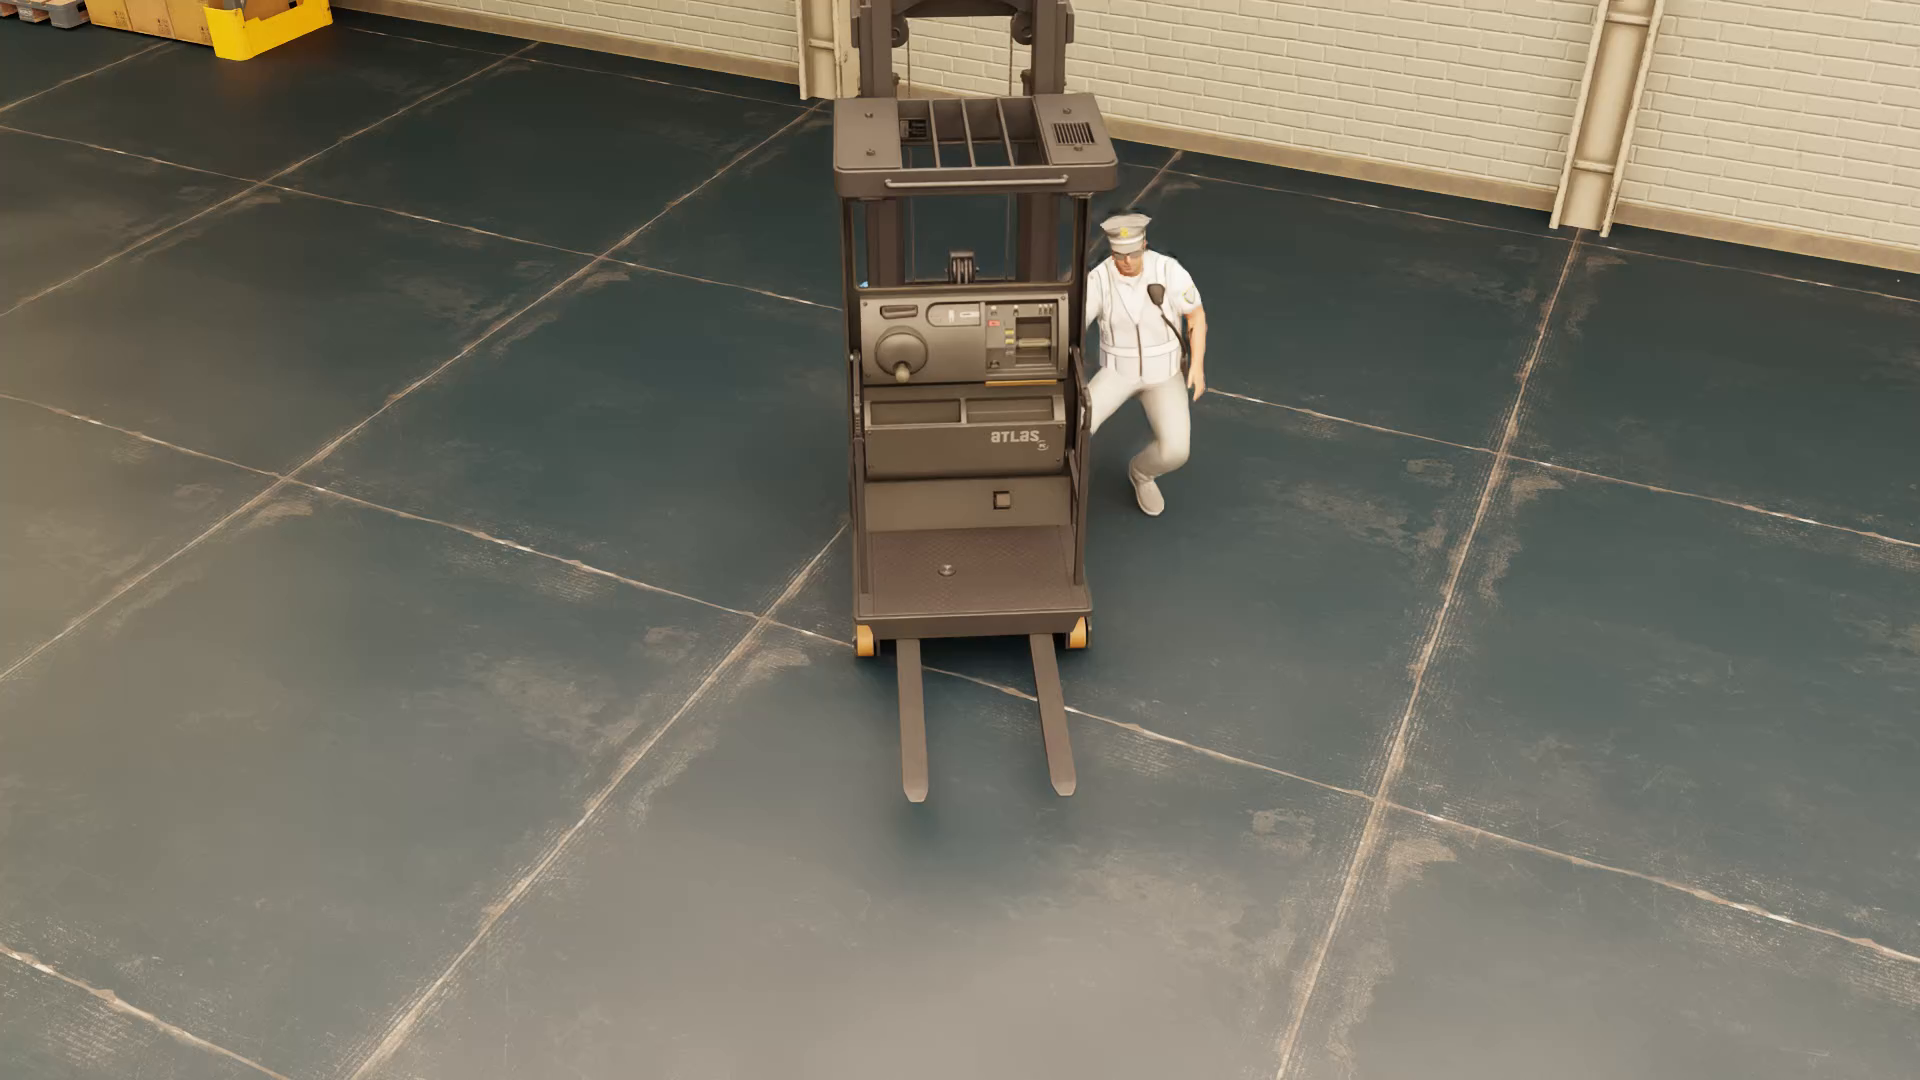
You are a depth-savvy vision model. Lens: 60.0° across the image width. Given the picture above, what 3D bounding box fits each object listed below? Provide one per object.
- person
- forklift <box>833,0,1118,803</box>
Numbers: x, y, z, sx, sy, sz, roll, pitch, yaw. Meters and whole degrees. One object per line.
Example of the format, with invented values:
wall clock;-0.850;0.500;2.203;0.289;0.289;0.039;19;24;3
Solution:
person;0.818;-0.836;8.349;0.819;1.605;0.637;3;36;5
forklift;0.037;-0.839;7.263;1.130;2.935;3.031;-2;36;-3
